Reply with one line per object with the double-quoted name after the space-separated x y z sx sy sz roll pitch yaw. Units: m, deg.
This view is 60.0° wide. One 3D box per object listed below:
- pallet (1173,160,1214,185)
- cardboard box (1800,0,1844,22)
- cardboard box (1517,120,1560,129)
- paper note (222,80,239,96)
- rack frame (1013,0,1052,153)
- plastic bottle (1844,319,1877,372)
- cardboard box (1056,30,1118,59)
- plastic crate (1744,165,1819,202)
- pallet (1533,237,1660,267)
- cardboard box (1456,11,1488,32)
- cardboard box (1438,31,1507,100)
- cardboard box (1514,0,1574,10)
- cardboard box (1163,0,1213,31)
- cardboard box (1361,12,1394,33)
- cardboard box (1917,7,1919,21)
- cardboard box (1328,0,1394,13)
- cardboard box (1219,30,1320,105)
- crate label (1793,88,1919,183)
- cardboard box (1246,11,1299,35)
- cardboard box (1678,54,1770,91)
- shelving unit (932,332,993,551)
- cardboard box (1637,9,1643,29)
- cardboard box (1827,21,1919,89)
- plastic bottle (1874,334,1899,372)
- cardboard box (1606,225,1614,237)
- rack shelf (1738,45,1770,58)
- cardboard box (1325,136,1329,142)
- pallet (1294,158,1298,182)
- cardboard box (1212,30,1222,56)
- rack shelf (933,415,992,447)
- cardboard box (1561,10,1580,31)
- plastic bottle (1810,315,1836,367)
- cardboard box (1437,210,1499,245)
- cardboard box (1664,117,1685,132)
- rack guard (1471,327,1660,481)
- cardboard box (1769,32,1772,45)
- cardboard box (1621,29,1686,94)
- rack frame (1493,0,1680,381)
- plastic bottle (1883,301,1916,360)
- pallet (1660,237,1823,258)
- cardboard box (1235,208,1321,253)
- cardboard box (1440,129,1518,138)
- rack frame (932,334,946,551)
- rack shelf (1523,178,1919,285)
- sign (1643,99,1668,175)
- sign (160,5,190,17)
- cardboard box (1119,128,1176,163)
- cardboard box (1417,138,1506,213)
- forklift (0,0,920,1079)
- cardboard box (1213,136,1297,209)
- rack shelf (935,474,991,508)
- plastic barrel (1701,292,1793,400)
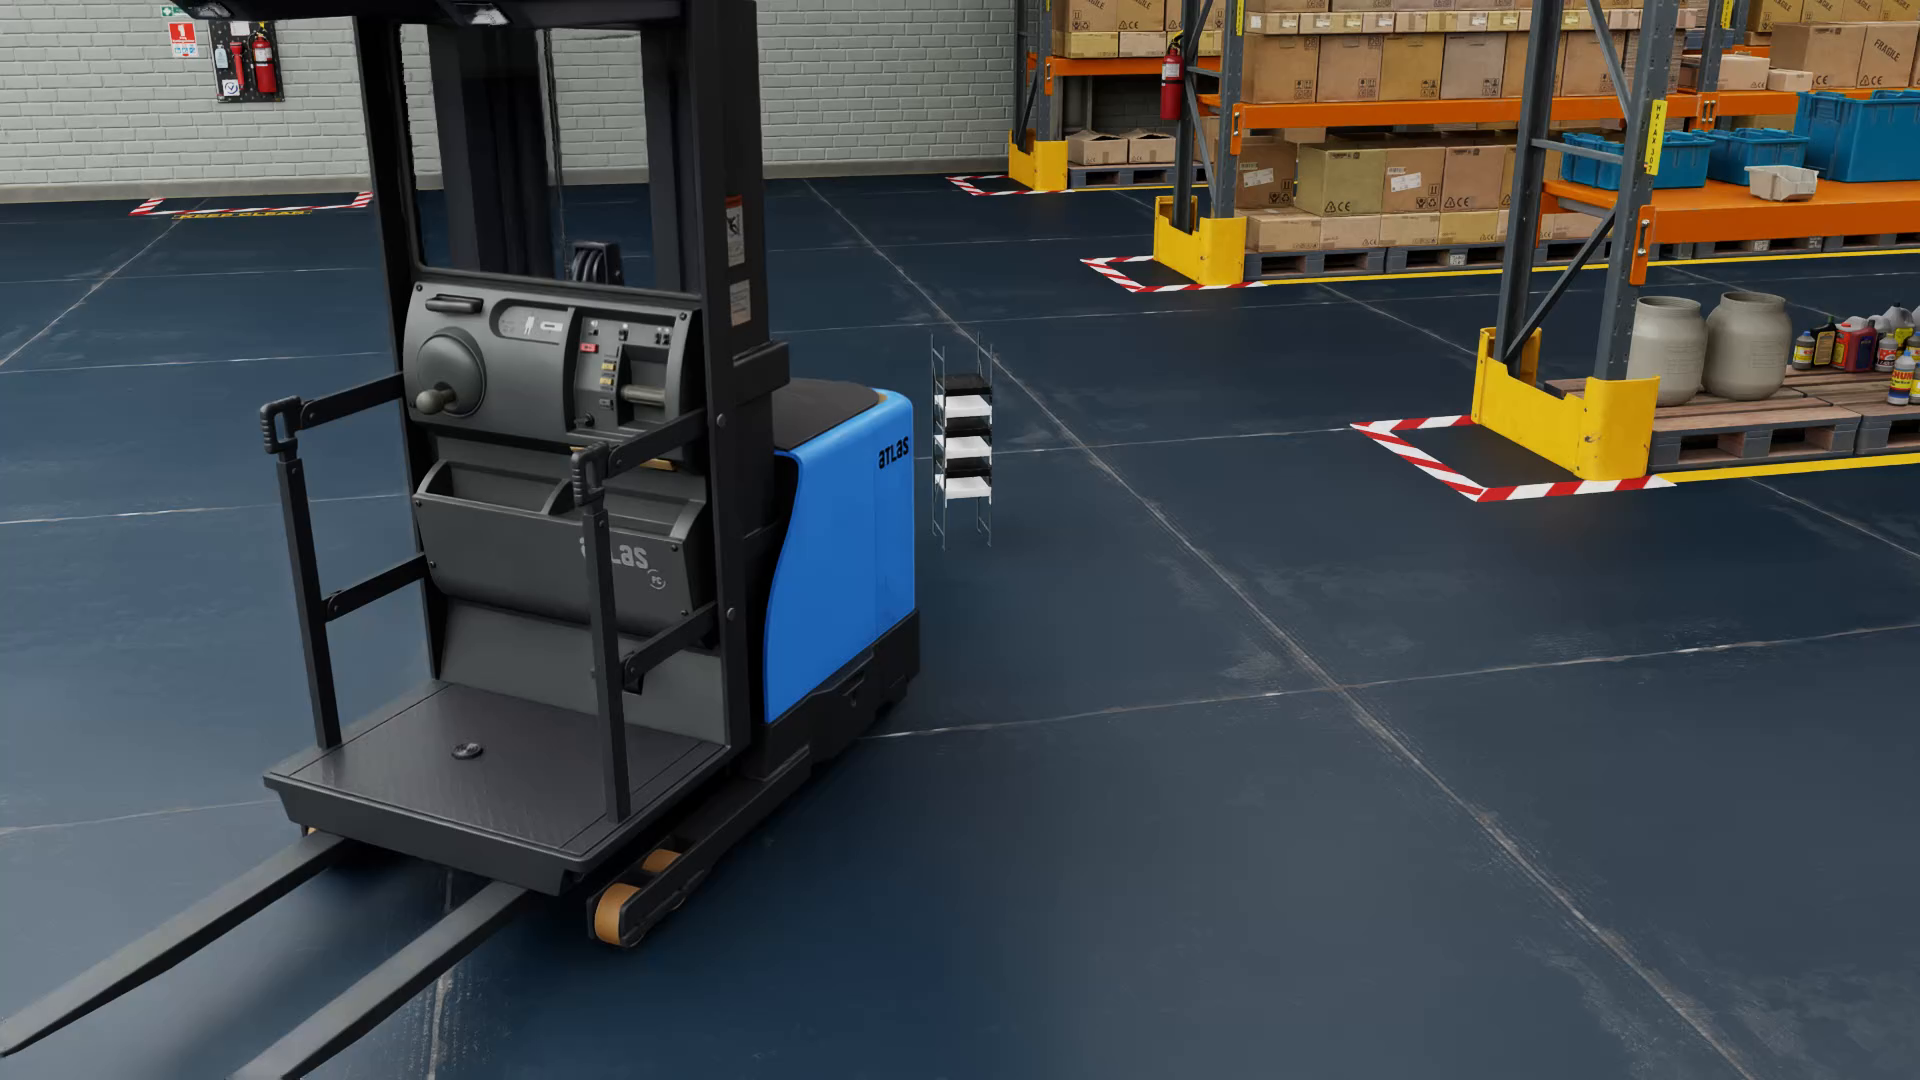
2.803 -4.037 18.029 1.213 0.211 1.003 -5 21 -12 "pallet"
9.574 -6.013 18.762 0.500 0.500 0.500 -4 20 -11 "cardboard box"
6.347 -4.691 18.753 0.500 0.500 0.700 -4 21 -12 "cardboard box"
-7.214 -4.476 16.452 0.142 0.148 0.016 -5 21 -12 "paper note"
0.745 -5.193 17.130 0.127 3.000 1.000 -5 21 -12 "rack frame"
4.988 -1.075 9.198 0.133 0.283 0.061 -5 21 -12 "plastic bottle"
1.293 -5.064 16.967 0.500 0.250 0.500 -5 21 -14 "cardboard box"
3.970 -1.716 8.021 0.250 0.136 0.298 -5 21 -12 "plastic crate"
4.998 -2.493 13.814 1.213 0.211 1.003 -5 21 -12 "pallet"
3.816 -3.967 12.694 0.250 0.149 0.380 -4 21 -12 "cardboard box"
3.852 -3.738 13.013 0.500 0.500 0.700 -4 21 -11 "cardboard box"
4.372 -4.391 12.908 0.500 0.500 0.700 -5 21 -12 "cardboard box"
2.266 -5.496 17.055 0.500 0.500 0.500 -5 21 -14 "cardboard box"
3.065 -3.906 12.528 0.250 0.149 0.380 -5 21 -13 "cardboard box"
11.047 -6.137 19.101 0.500 0.500 0.500 -5 21 -12 "cardboard box"
2.908 -4.271 12.583 0.500 0.500 0.700 -5 21 -14 "cardboard box"
2.346 -3.615 12.676 0.500 0.500 0.700 -5 21 -12 "cardboard box"
4.754 -2.129 8.715 0.616 0.435 0.502 -5 21 -12 "crate label"
2.320 -3.845 12.363 0.250 0.149 0.380 -5 21 -13 "cardboard box"
6.250 -3.835 13.640 0.500 0.250 0.500 -3 20 -9 "cardboard box"
0.008 -0.423 7.162 0.210 0.900 0.258 -5 21 -12 "shelving unit"
5.325 -4.091 13.033 0.250 0.149 0.380 -5 21 -14 "cardboard box"
7.532 -4.035 13.824 0.500 0.500 0.500 -5 21 -12 "cardboard box"
5.145 -1.043 9.229 0.097 0.201 0.097 0 20 0 "plastic bottle"
5.380 -2.648 13.569 0.500 0.250 0.500 -5 21 -12 "cardboard box"
10.477 -5.647 19.414 4.000 0.370 1.077 -5 21 -12 "rack shelf"
4.124 -4.333 18.263 0.250 0.166 0.380 -7 21 -20 "cardboard box"
3.992 -4.135 18.296 1.213 0.211 1.003 -5 21 -12 "pallet"
2.785 -5.188 17.304 0.500 0.250 0.500 -4 21 -12 "cardboard box"
0.008 -0.476 7.142 0.200 0.077 0.258 -5 21 -12 "rack shelf"
4.575 -4.030 12.867 0.250 0.149 0.380 -5 21 -13 "cardboard box"
4.821 -1.115 9.308 0.133 0.283 0.061 -4 21 -11 "plastic bottle"
3.922 -2.527 13.240 0.500 0.250 0.500 -5 21 -12 "cardboard box"
7.842 -4.784 19.009 0.500 0.500 0.700 -4 21 -12 "cardboard box"
3.088 -0.725 8.566 0.348 0.500 1.175 -5 21 -12 "rack guard"
9.151 -5.683 18.804 0.250 0.149 0.380 -4 21 -12 "cardboard box"
5.351 -3.861 13.349 0.500 0.500 0.700 -5 21 -14 "cardboard box"
3.025 -1.877 8.077 0.127 3.000 1.000 -5 21 -12 "rack frame"
5.258 -1.168 9.353 0.185 0.351 0.144 -4 20 -10 "plastic bottle"
6.489 -2.614 14.143 1.213 0.211 1.003 -5 21 -12 "pallet"
2.462 -2.409 12.917 0.500 0.250 0.500 -5 21 -12 "cardboard box"
4.285 -3.099 13.709 0.500 0.500 0.500 -5 21 -12 "cardboard box"
-0.091 -0.415 7.140 0.006 0.900 0.240 -5 21 -12 "rack frame"
4.971 -1.697 8.633 4.000 0.370 1.077 -5 21 -12 "rack shelf"
3.147 -1.822 7.525 0.005 0.325 0.100 -5 21 -12 "sign"
-7.581 -5.134 16.146 0.331 0.109 0.001 -5 21 -12 "sign"
1.994 -4.207 17.707 0.500 0.311 0.500 -3 20 -8 "cardboard box"
3.922 -2.879 13.110 0.500 0.500 0.500 -5 21 -12 "cardboard box"
-1.219 -0.472 4.343 1.130 2.935 3.031 9 22 23 "forklift"
2.342 -2.935 13.263 0.500 0.500 0.500 -5 21 -12 "cardboard box"
0.008 -0.223 7.235 0.200 0.077 0.258 -5 21 -12 "rack shelf"
4.135 -1.023 8.753 0.421 0.512 0.421 0 20 0 "plastic barrel"
